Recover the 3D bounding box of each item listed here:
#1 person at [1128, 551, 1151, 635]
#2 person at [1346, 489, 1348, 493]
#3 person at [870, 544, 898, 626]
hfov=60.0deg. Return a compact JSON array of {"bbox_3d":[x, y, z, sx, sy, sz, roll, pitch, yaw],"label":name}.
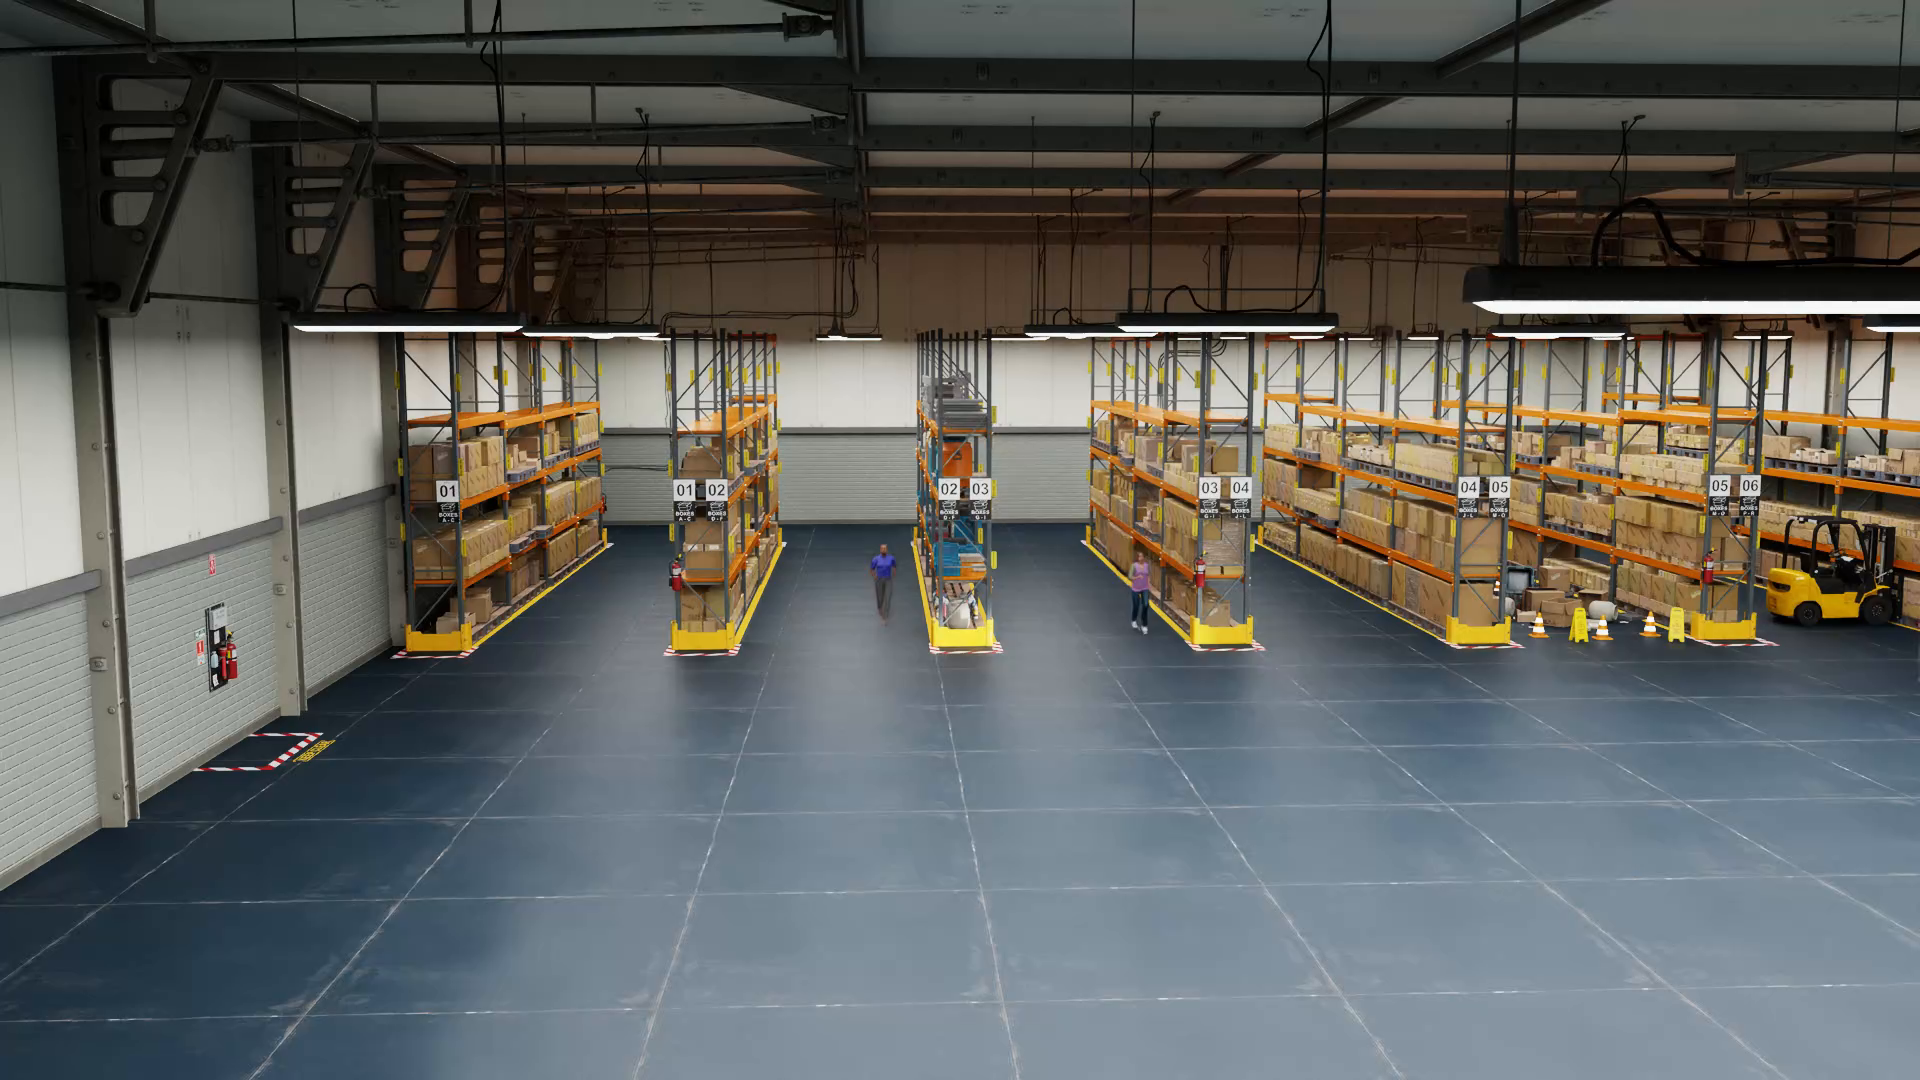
[{"bbox_3d":[3.576,1.025,33.054,0.523,1.634,0.709,-1,7,-8],"label":"person"},{"bbox_3d":[10.812,-0.585,46.217,0.626,1.737,0.606,-1,7,-7],"label":"person"},{"bbox_3d":[-1.551,0.884,33.935,0.585,1.638,0.834,-1,7,-5],"label":"person"}]
